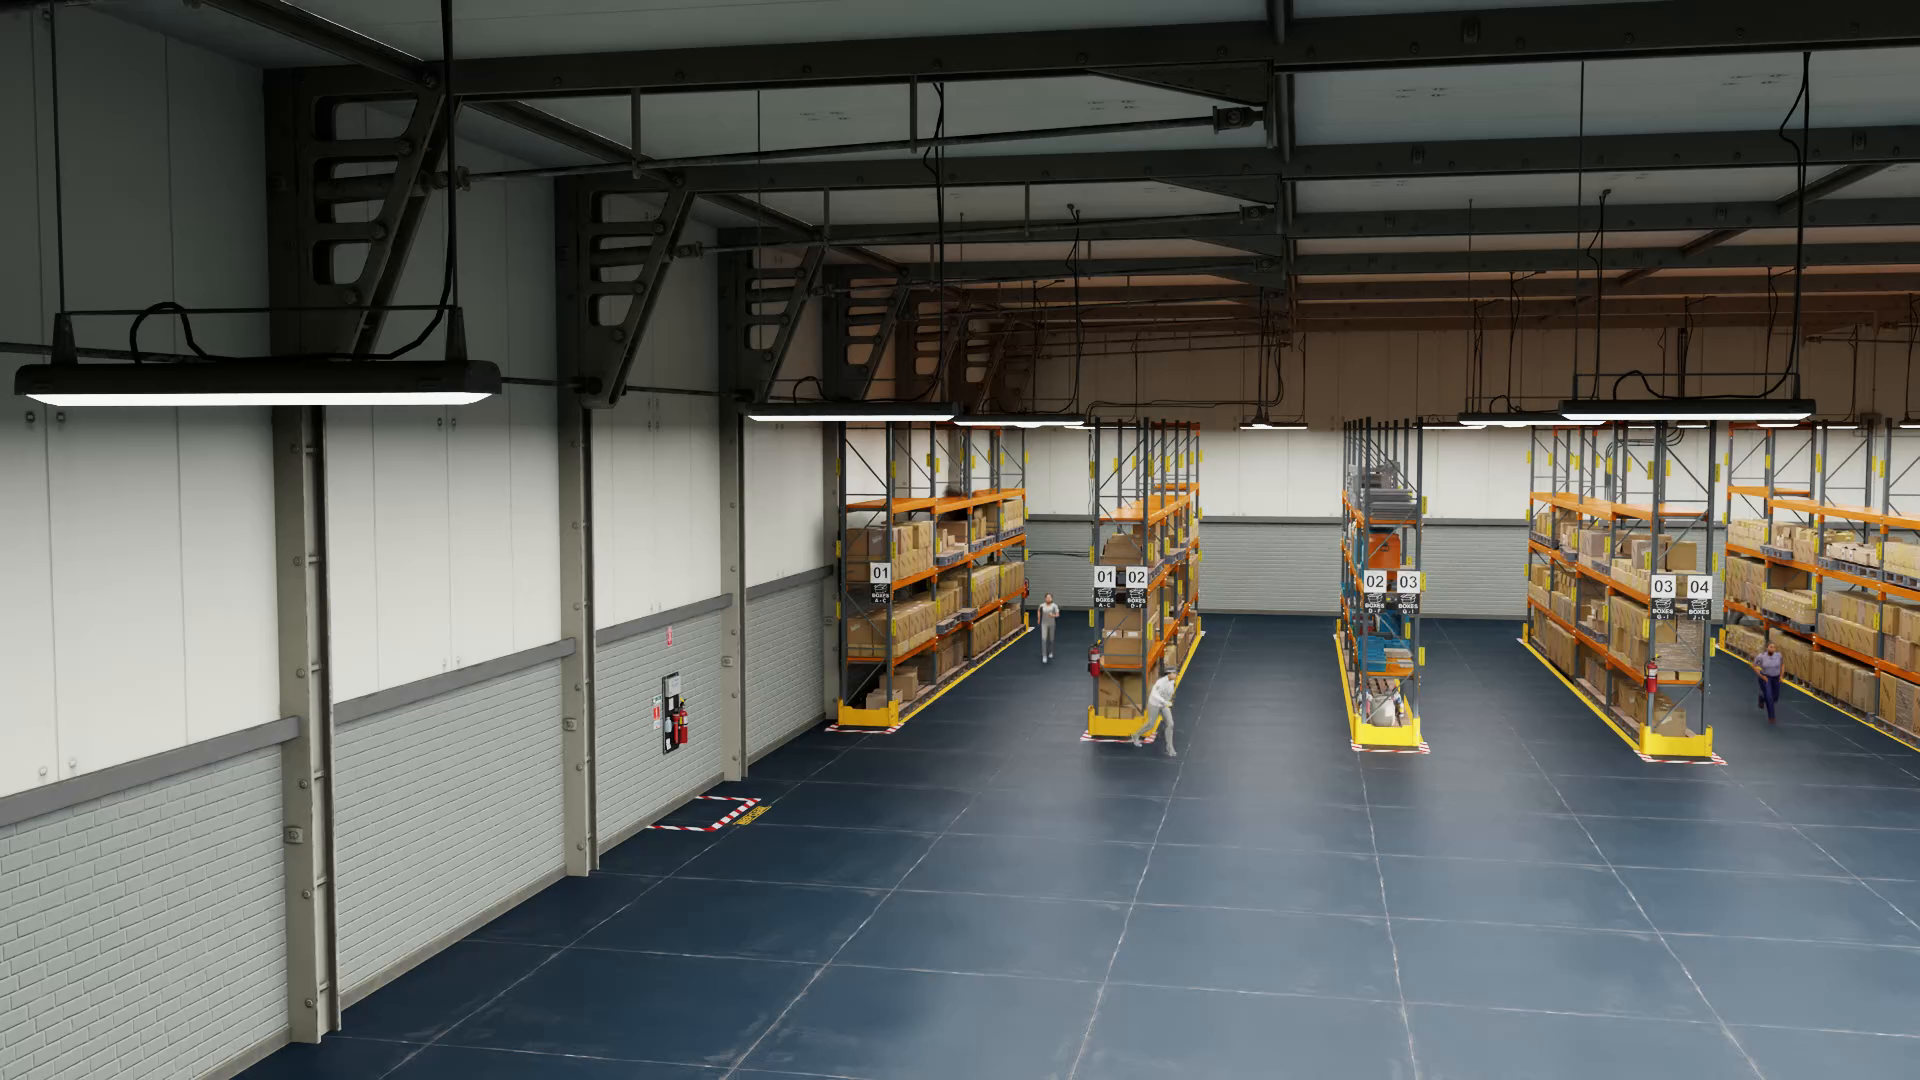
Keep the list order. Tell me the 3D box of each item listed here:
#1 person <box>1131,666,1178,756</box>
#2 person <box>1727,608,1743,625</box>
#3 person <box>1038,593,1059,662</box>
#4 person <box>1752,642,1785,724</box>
[{"bbox_3d":[3.491,3.016,29.730,0.984,1.629,0.657,3,5,39],"label":"person"},{"bbox_3d":[21.091,1.995,45.103,0.581,1.604,0.576,-1,4,-8],"label":"person"},{"bbox_3d":[2.204,2.160,41.515,0.553,1.682,0.907,0,4,5],"label":"person"},{"bbox_3d":[16.025,2.809,33.006,0.621,1.634,0.781,0,4,1],"label":"person"}]
